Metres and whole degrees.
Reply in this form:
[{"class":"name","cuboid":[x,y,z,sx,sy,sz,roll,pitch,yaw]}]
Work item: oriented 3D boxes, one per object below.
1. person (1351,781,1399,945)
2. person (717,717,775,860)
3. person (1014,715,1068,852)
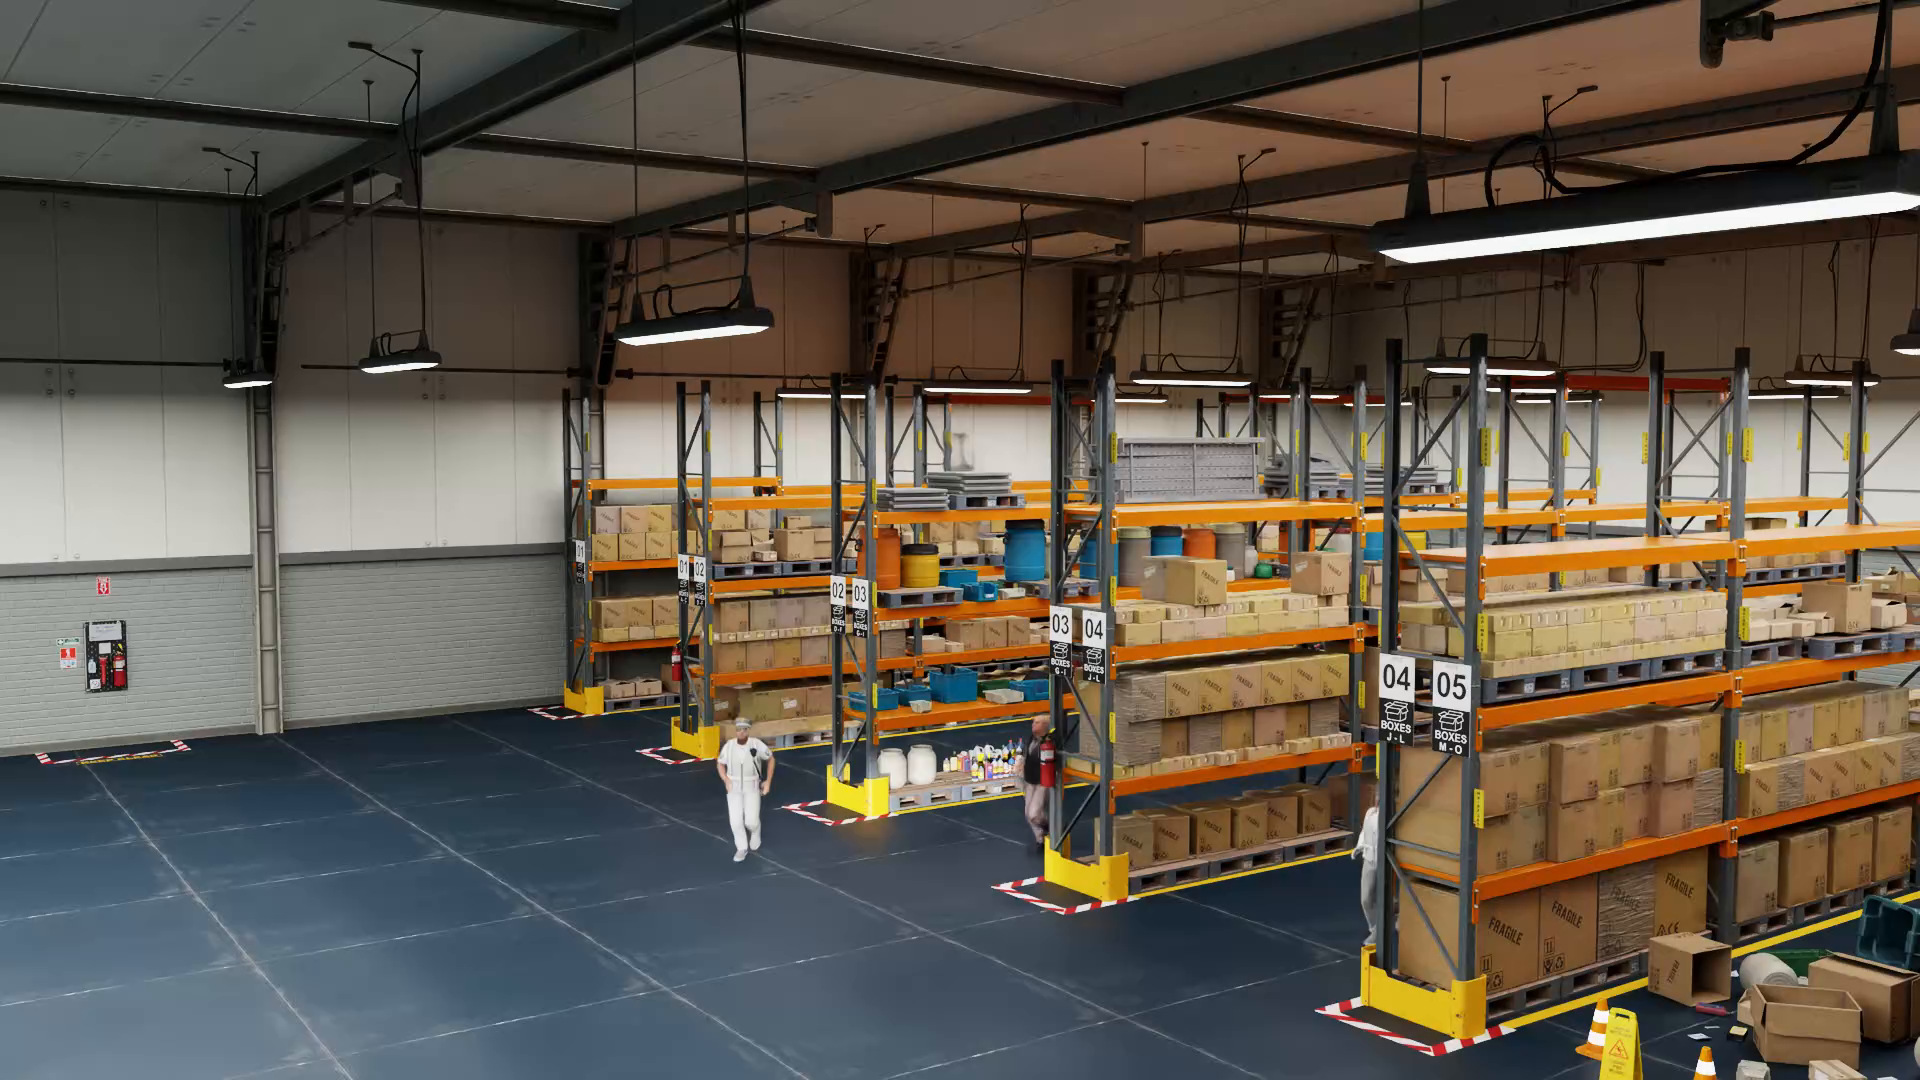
[{"class":"person","cuboid":[4.285,3.257,16.863,0.568,1.642,0.615,-3,5,-42]},{"class":"person","cuboid":[-2.608,3.003,20.199,0.698,1.742,0.612,0,4,-1]},{"class":"person","cuboid":[0.966,3.004,20.483,0.572,1.699,0.666,-3,5,-36]}]
